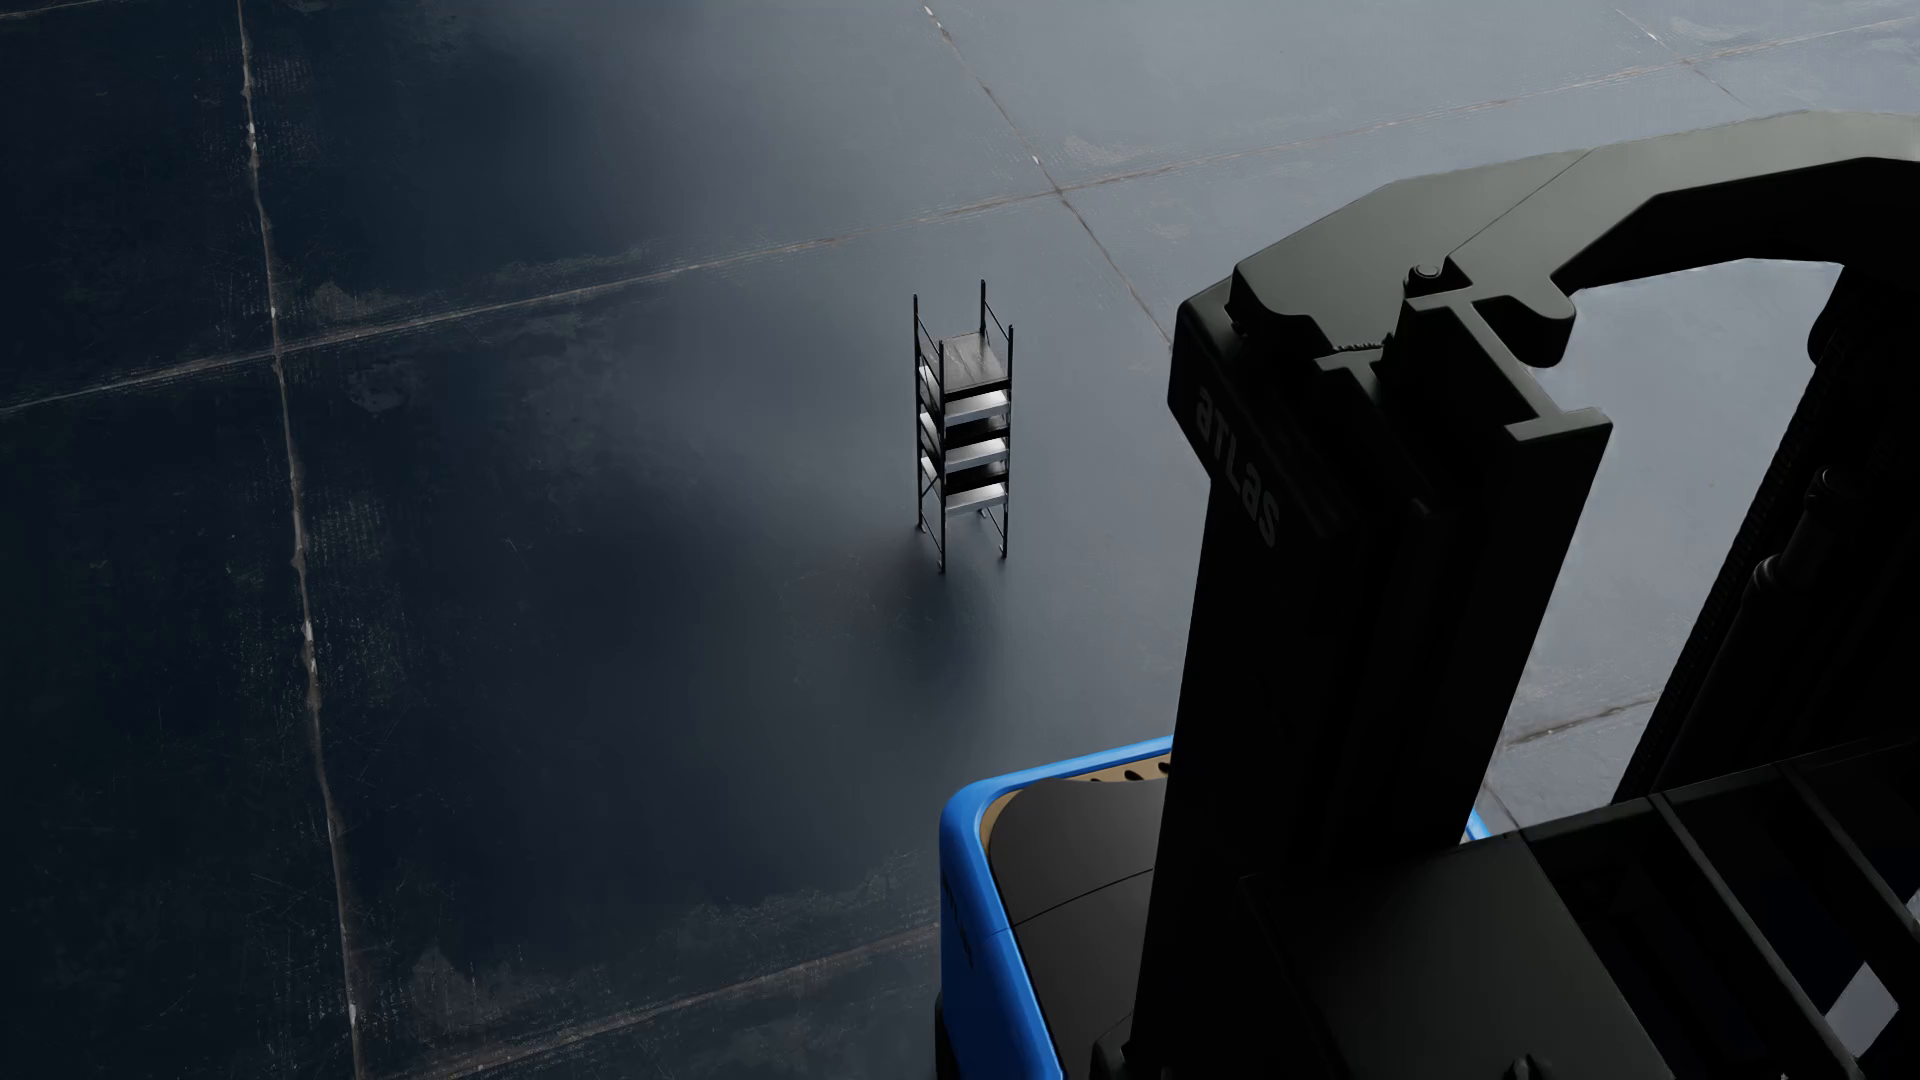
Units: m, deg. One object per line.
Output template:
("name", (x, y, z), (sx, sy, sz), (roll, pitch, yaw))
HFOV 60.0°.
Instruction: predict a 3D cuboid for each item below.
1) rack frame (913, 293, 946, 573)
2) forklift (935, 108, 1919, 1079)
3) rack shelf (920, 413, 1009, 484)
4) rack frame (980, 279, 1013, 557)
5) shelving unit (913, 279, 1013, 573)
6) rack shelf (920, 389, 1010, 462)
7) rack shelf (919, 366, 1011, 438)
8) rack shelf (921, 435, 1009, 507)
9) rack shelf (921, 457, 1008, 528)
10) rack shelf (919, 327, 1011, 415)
("rack frame", (-0.088, -0.295, 4.909), (0.006, 0.900, 0.240), (-14, 47, -14))
("forklift", (0.847, 1.118, 2.066), (1.130, 2.935, 3.031), (-12, 46, -11))
("rack shelf", (0.008, -0.296, 4.957), (0.200, 0.077, 0.258), (-14, 47, -14))
("rack frame", (0.103, -0.344, 4.958), (0.006, 0.900, 0.240), (-14, 47, -14))
("shelving unit", (0.008, -0.320, 4.933), (0.210, 0.900, 0.258), (-14, 47, -14))
("rack shelf", (0.008, -0.360, 4.893), (0.200, 0.077, 0.258), (-14, 47, -14))
("rack shelf", (0.008, -0.423, 4.829), (0.200, 0.077, 0.258), (-14, 47, -14))
("rack shelf", (0.008, -0.233, 5.021), (0.200, 0.077, 0.258), (-14, 47, -14))
("rack shelf", (0.008, -0.169, 5.084), (0.200, 0.077, 0.258), (-14, 47, -14))
("rack shelf", (0.008, -0.487, 4.766), (0.200, 0.077, 0.258), (-14, 47, -14))
